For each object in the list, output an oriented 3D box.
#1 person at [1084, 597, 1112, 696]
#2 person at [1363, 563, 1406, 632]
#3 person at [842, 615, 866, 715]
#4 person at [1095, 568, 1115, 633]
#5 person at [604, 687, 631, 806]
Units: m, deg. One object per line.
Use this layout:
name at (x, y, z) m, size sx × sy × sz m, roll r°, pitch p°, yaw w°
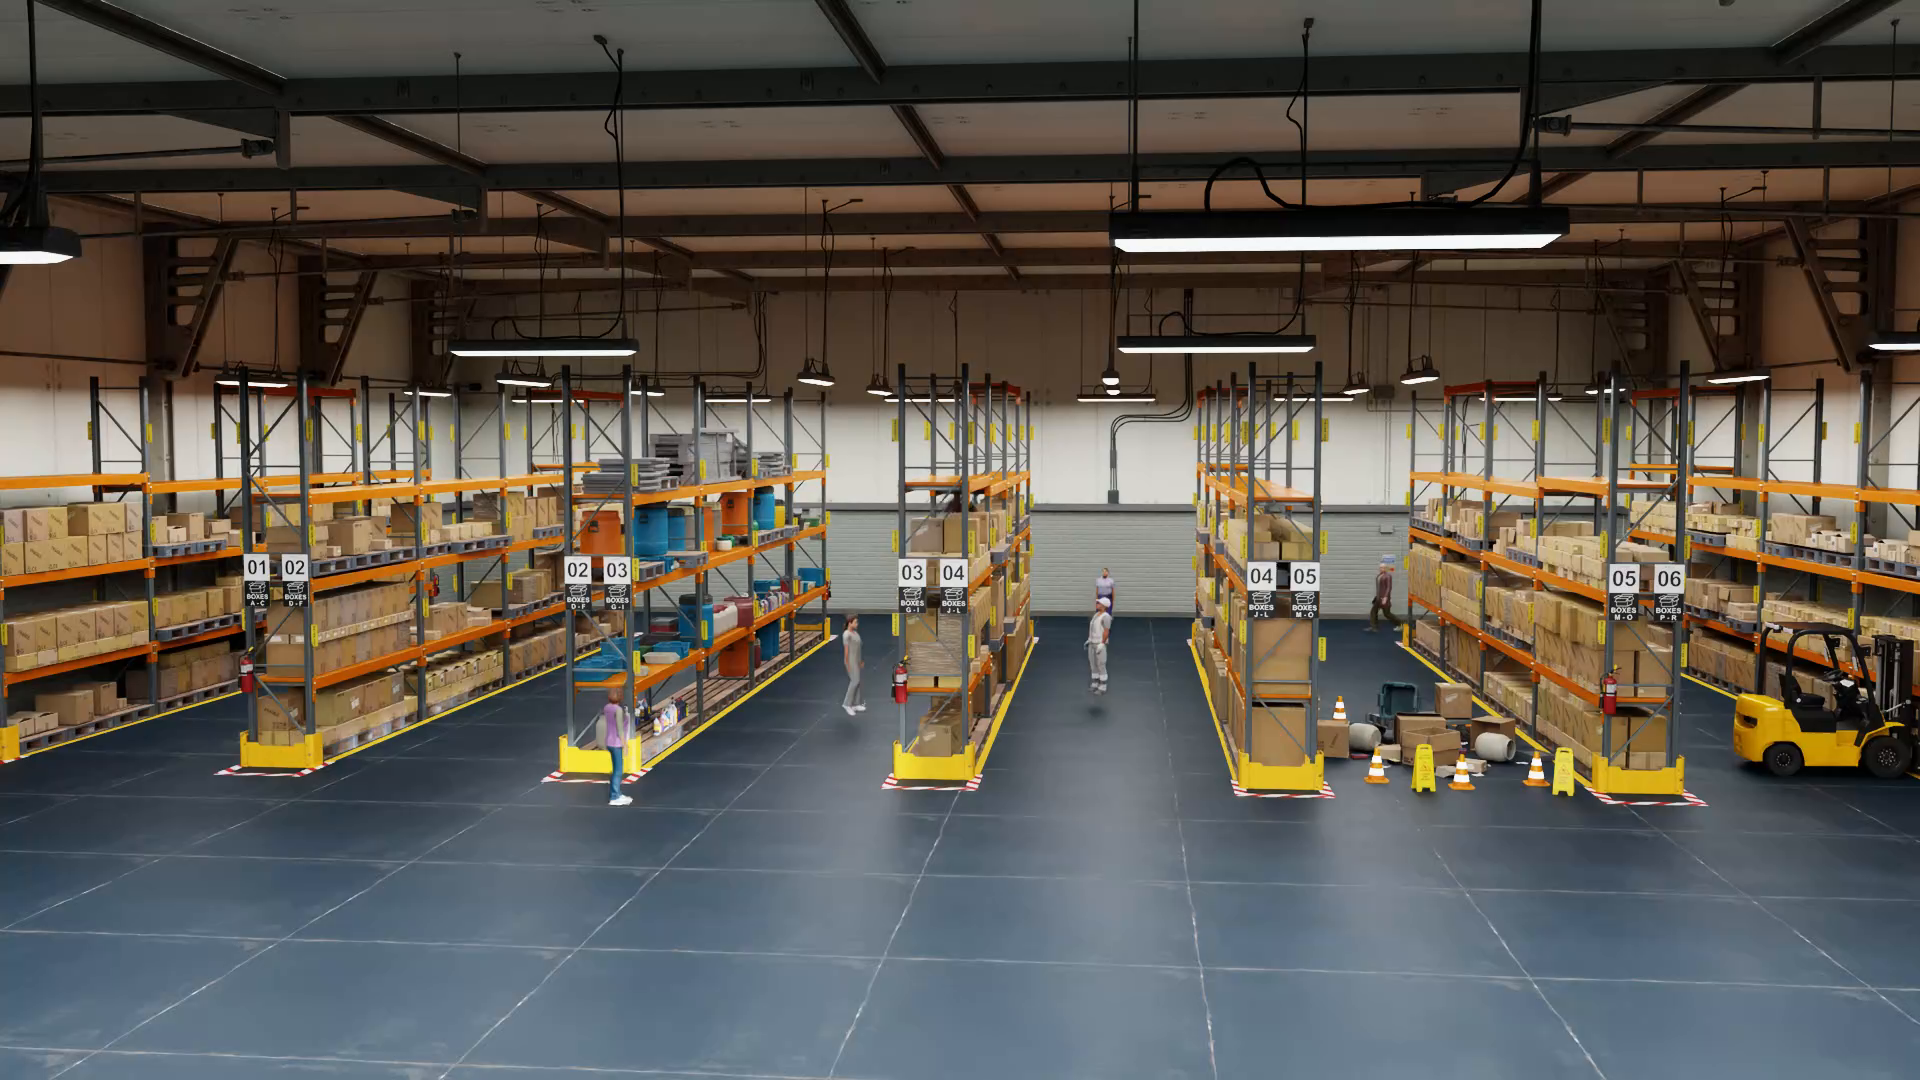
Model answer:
person at (2.549, 1.923, 30.845) m, size 0.440 × 1.728 × 0.608 m, roll -3°, pitch 5°, yaw -35°
person at (10.646, 1.499, 41.704) m, size 1.024 × 1.645 × 0.646 m, roll 0°, pitch 4°, yaw -2°
person at (-1.851, 2.155, 28.900) m, size 0.414 × 1.721 × 0.476 m, roll 1°, pitch 4°, yaw 21°
person at (3.648, 1.498, 41.835) m, size 0.503 × 1.615 × 0.665 m, roll 0°, pitch 4°, yaw 4°
person at (-4.608, 2.774, 22.428) m, size 0.375 × 1.604 × 0.478 m, roll -1°, pitch 4°, yaw -19°
